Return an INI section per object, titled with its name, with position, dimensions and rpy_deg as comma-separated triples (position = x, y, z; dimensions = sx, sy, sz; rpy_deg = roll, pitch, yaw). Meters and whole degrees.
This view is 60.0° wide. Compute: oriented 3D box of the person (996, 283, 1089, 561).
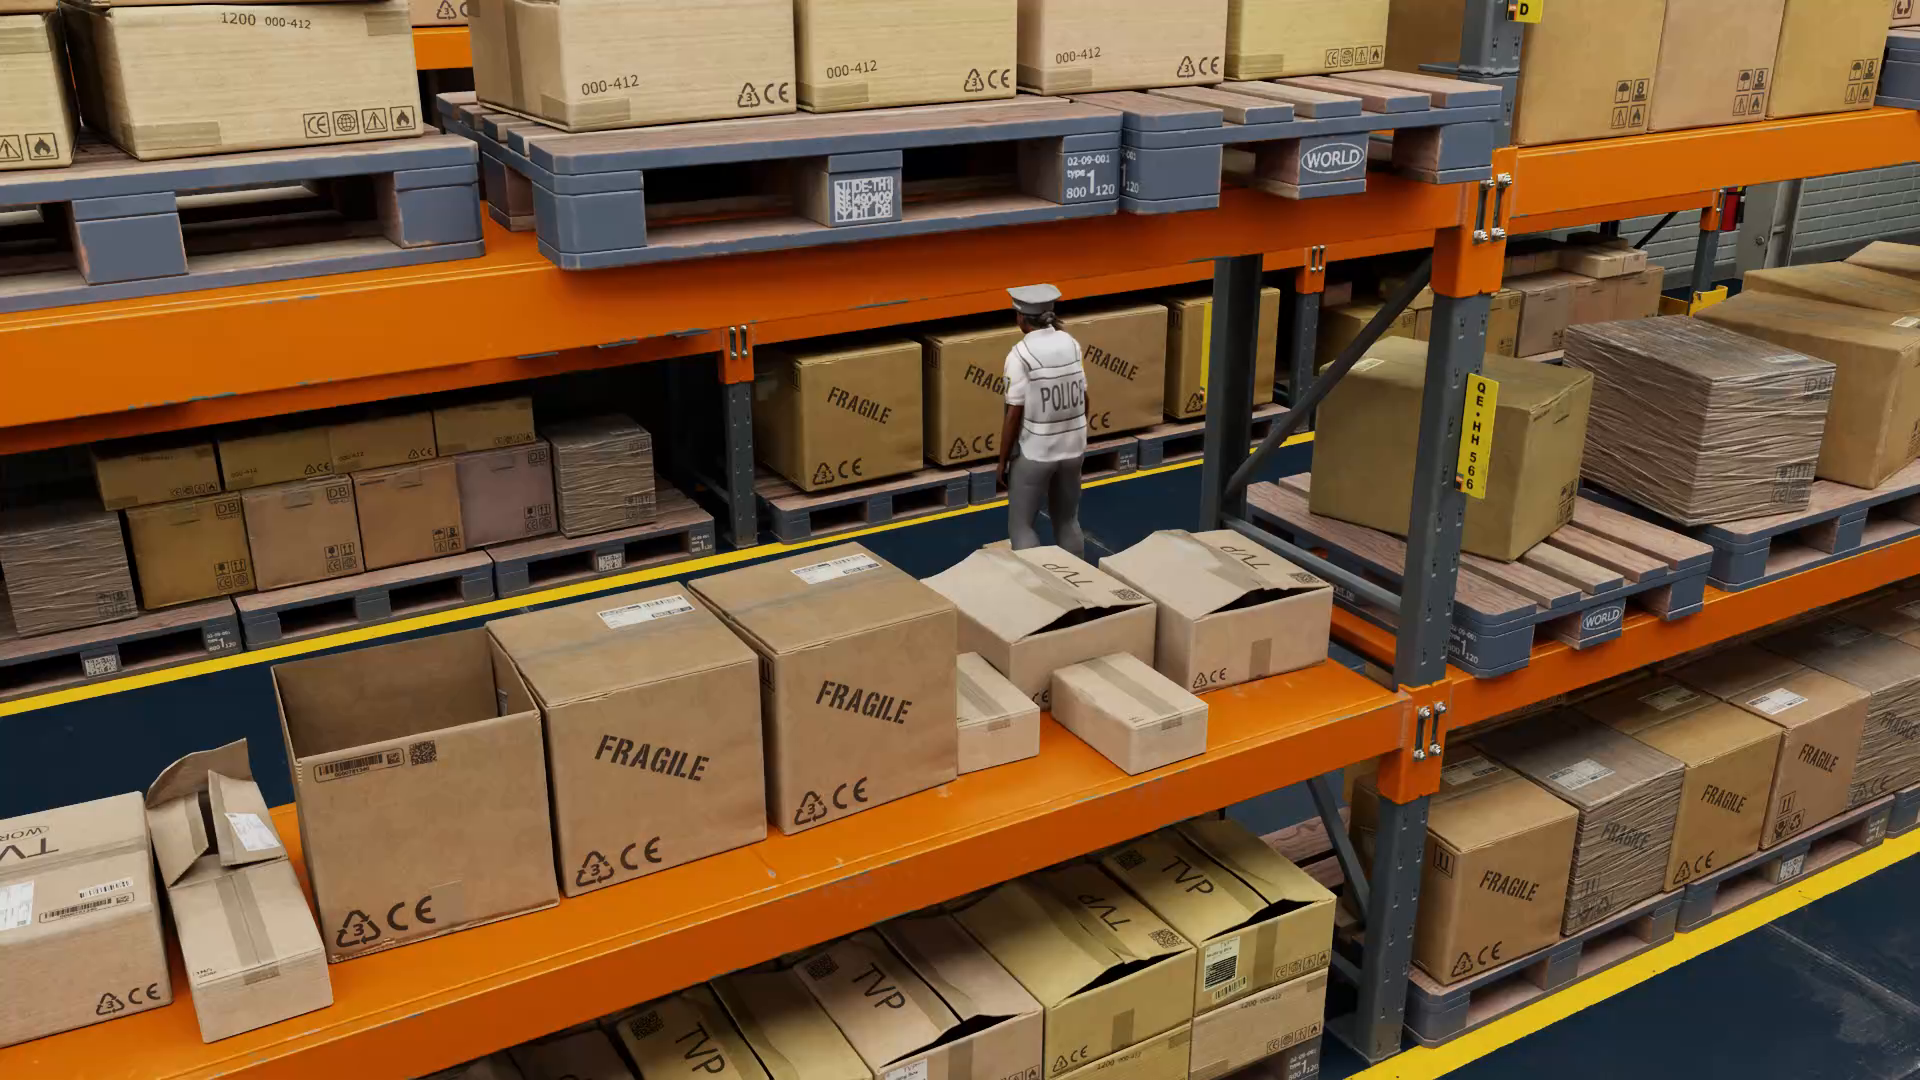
[person]
position = 0.412, -0.424, 8.144
dimensions = 0.522, 1.659, 0.397
rpy_deg = -13, 25, -30
